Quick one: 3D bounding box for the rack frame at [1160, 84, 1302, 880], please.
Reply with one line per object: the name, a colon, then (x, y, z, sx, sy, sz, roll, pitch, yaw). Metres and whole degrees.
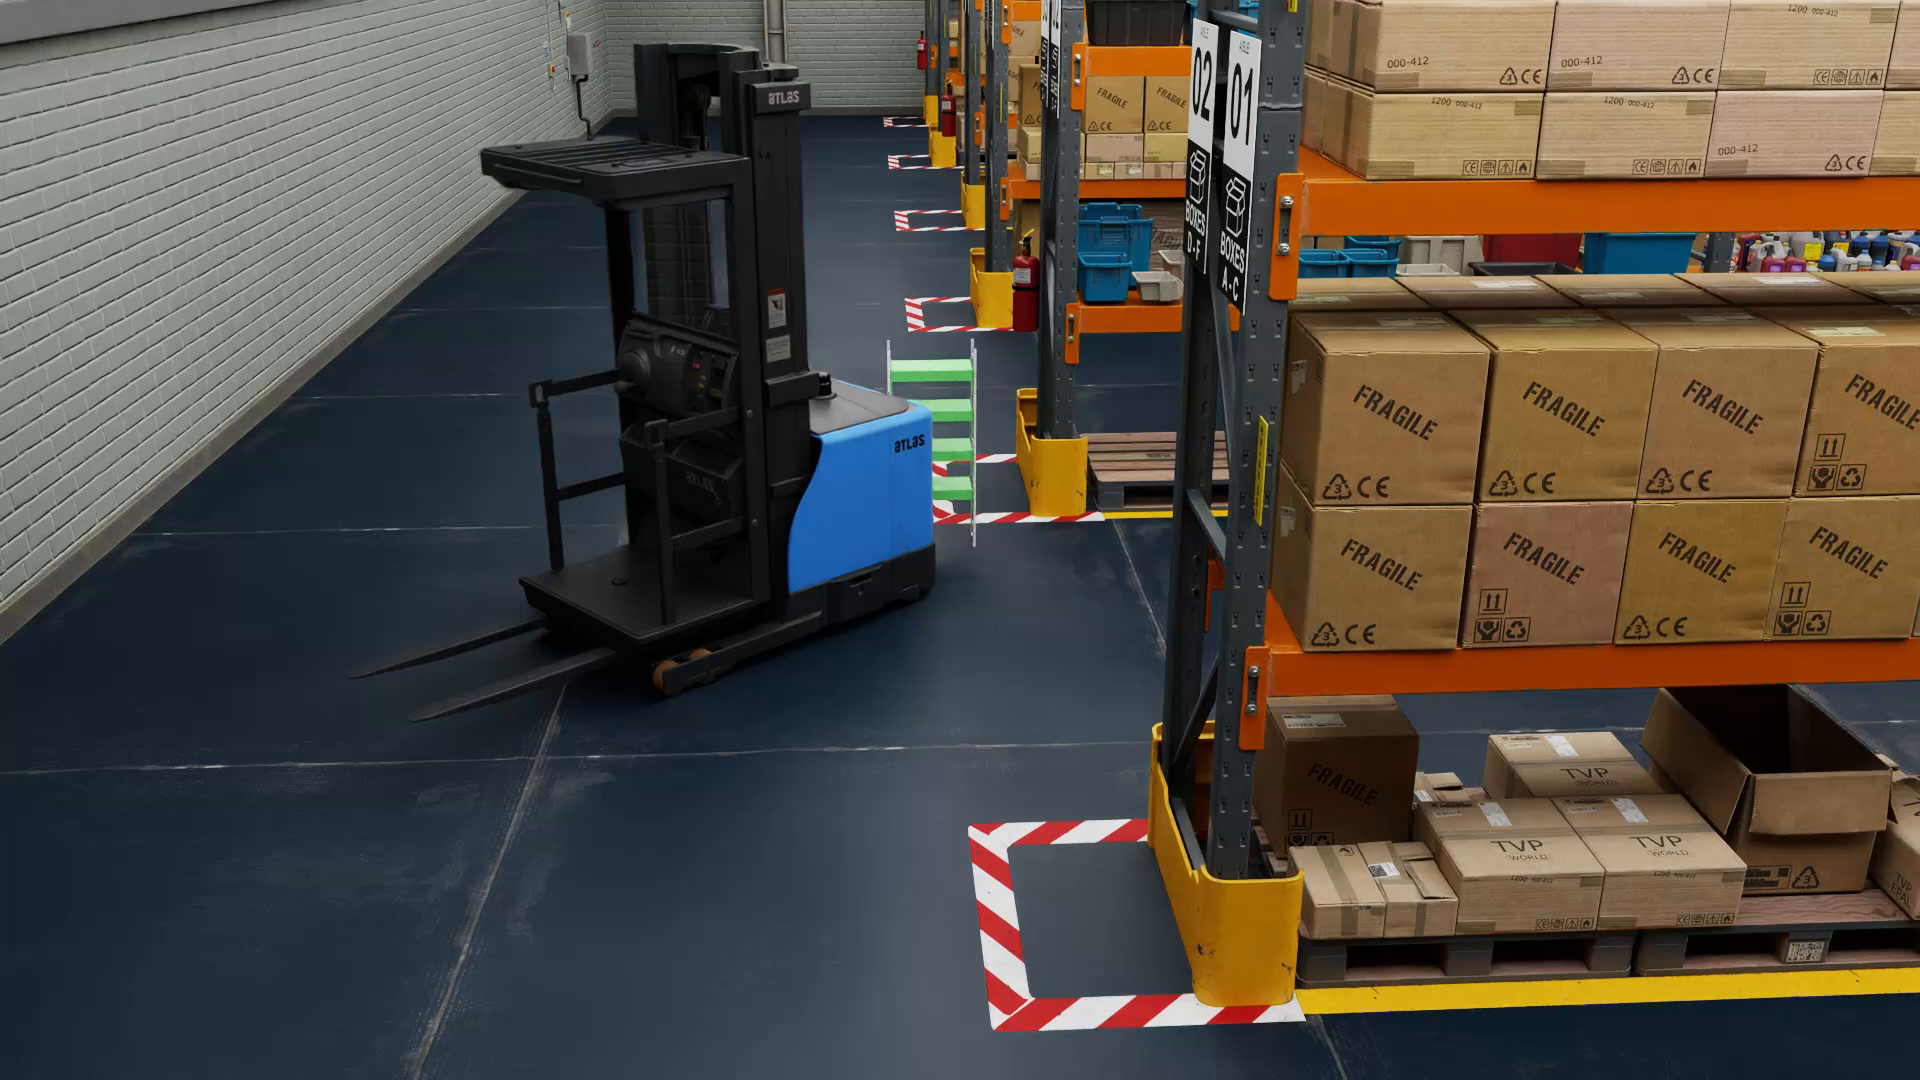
rack frame: (0.887, 0.001, 5.746, 0.127, 3.000, 1.000, -1, 21, -3)

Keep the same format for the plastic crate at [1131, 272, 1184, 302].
plastic crate: (1.198, -1.529, 10.050, 0.298, 0.136, 0.250, -1, 21, -3)

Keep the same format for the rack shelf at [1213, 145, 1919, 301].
rack shelf: (2.884, -1.105, 5.447, 4.000, 0.370, 1.077, -1, 21, -3)

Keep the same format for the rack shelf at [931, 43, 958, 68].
rack shelf: (1.469, -8.506, 29.102, 4.000, 0.370, 1.077, -1, 21, -3)

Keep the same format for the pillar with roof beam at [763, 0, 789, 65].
pillar with roof beam: (-3.025, -10.342, 24.480, 0.400, 9.000, 9.100, -1, 21, -3)

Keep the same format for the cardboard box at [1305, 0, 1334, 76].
cardboard box: (1.385, -1.666, 5.416, 0.500, 0.250, 0.500, -1, 21, -3)

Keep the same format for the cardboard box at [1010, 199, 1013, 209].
cardboard box: (0.684, -4.043, 19.784, 0.250, 0.149, 0.380, -1, 21, -2)

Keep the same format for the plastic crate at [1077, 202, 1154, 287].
plastic crate: (0.931, -1.877, 10.543, 0.499, 0.435, 0.616, -1, 21, -3)

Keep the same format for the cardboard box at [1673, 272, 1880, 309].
cardboard box: (2.850, -0.653, 5.918, 0.500, 0.500, 0.500, -1, 21, -1)

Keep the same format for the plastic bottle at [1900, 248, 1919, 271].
plastic bottle: (5.878, -1.659, 10.271, 0.133, 0.283, 0.061, -1, 21, -3)

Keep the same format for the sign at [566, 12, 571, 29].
sign: (-6.047, -8.027, 25.671, 0.001, 0.242, 0.339, -1, 21, -3)

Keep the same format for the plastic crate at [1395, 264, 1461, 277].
plastic crate: (2.880, -1.603, 10.244, 0.466, 0.136, 0.293, -1, 21, -3)

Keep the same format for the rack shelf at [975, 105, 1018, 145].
rack shelf: (2.140, -4.987, 19.857, 4.000, 0.370, 1.077, -1, 21, -3)

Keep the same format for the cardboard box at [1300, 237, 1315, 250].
cardboard box: (2.757, -2.799, 15.498, 0.875, 0.875, 0.875, -1, 21, -3)

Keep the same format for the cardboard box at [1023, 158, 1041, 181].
cardboard box: (0.698, -3.291, 14.745, 0.250, 0.149, 0.380, -1, 21, -2)

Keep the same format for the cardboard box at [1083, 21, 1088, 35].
cardboard box: (1.630, -5.865, 19.190, 0.500, 0.500, 0.500, -2, 21, -4)

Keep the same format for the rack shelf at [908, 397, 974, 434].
rack shelf: (-0.165, -0.722, 9.679, 0.480, 0.148, 0.258, -1, 21, -3)

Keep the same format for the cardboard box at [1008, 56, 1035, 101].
cardboard box: (0.607, -5.379, 19.318, 0.500, 0.500, 0.500, 0, 21, 0)

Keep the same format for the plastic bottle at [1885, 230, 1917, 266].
plastic bottle: (6.210, -1.930, 10.992, 0.135, 0.276, 0.152, -1, 21, -3)

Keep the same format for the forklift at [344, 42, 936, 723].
forklift: (-1.539, -0.829, 8.021, 3.031, 2.935, 1.130, -19, 28, -41)

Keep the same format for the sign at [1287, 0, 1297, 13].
sign: (0.918, -1.617, 4.551, 0.005, 0.325, 0.100, -1, 21, -3)

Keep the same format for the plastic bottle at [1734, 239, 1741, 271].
plastic bottle: (5.091, -1.882, 10.971, 0.097, 0.201, 0.097, 0, 21, 0)

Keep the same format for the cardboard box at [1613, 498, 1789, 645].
cardboard box: (2.361, 0.017, 5.563, 0.500, 0.500, 0.500, -1, 21, -3)

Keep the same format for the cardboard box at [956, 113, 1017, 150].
cardboard box: (0.413, -6.086, 24.745, 0.875, 0.438, 0.875, -2, 21, -5)

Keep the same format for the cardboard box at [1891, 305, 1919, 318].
cardboard box: (3.376, -0.471, 5.439, 0.500, 0.500, 0.500, -1, 21, -3)

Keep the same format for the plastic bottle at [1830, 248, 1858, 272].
plastic bottle: (5.451, -1.664, 10.292, 0.135, 0.276, 0.152, -1, 21, -3)

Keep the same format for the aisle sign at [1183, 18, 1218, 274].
aisle sign: (0.801, -1.321, 5.566, 0.004, 0.787, 0.394, -1, 21, -3)

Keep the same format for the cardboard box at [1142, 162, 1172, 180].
cardboard box: (1.724, -3.312, 14.802, 0.250, 0.149, 0.380, -2, 21, -4)

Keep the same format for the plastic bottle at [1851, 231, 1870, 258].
plastic bottle: (5.870, -1.876, 10.858, 0.097, 0.271, 0.097, 0, 21, 0)

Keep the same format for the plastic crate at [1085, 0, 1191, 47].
plastic crate: (1.008, -3.008, 9.618, 0.590, 0.269, 0.497, -1, 21, -3)

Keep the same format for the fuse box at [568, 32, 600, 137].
fuse box: (-5.843, -7.063, 26.110, 0.414, 1.711, 0.539, -1, 21, -3)

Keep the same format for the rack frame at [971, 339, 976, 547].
rack frame: (0.078, -0.562, 9.755, 0.015, 1.200, 0.240, -1, 21, -3)

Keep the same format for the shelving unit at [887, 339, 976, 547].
shelving unit: (-0.165, -0.557, 9.742, 0.503, 1.200, 0.258, -1, 21, -3)

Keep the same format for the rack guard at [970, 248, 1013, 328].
rack guard: (0.301, -2.350, 15.433, 0.348, 0.500, 1.175, -1, 21, -3)

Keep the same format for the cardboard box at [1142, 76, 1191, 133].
cardboard box: (1.836, -3.874, 14.663, 0.500, 0.500, 0.500, -2, 21, -5)

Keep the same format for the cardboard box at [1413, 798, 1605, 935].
cardboard box: (1.945, 1.160, 5.948, 0.500, 0.250, 0.500, -1, 21, -3)

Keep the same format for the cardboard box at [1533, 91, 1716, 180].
cardboard box: (1.914, -1.257, 5.044, 0.500, 0.250, 0.500, -1, 21, -3)

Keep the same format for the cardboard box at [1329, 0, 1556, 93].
cardboard box: (1.415, -1.482, 4.935, 0.500, 0.250, 0.500, -1, 21, -3)

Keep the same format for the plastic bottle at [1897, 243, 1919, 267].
plastic bottle: (6.001, -1.729, 10.464, 0.135, 0.276, 0.152, -1, 21, -3)

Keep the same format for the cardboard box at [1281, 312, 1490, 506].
cardboard box: (1.345, -0.428, 5.328, 0.500, 0.500, 0.500, -1, 21, -1)

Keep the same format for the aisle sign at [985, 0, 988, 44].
aisle sign: (0.236, -4.838, 14.803, 0.004, 0.787, 0.394, -1, 21, -3)

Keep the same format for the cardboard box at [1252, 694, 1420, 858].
cardboard box: (1.416, 0.865, 6.372, 0.500, 0.500, 0.500, -1, 21, -3)

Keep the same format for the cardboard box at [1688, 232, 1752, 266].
cardboard box: (6.732, -2.862, 15.662, 0.875, 0.875, 1.225, -1, 21, -3)

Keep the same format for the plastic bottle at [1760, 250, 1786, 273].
plastic bottle: (4.992, -1.641, 10.224, 0.133, 0.283, 0.061, -1, 21, -3)

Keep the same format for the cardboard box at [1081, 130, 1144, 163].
cardboard box: (1.338, -3.514, 14.771, 0.500, 0.250, 0.500, -1, 21, -4)

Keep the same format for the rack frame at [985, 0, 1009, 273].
rack frame: (0.325, -3.518, 14.989, 0.127, 3.000, 1.000, -1, 21, -3)

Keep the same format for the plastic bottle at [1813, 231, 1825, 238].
plastic bottle: (5.685, -1.956, 10.955, 0.185, 0.351, 0.144, -1, 21, -3)

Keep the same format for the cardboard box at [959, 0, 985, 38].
cardboard box: (0.255, -7.461, 23.800, 0.500, 0.500, 0.500, -2, 21, -4)
